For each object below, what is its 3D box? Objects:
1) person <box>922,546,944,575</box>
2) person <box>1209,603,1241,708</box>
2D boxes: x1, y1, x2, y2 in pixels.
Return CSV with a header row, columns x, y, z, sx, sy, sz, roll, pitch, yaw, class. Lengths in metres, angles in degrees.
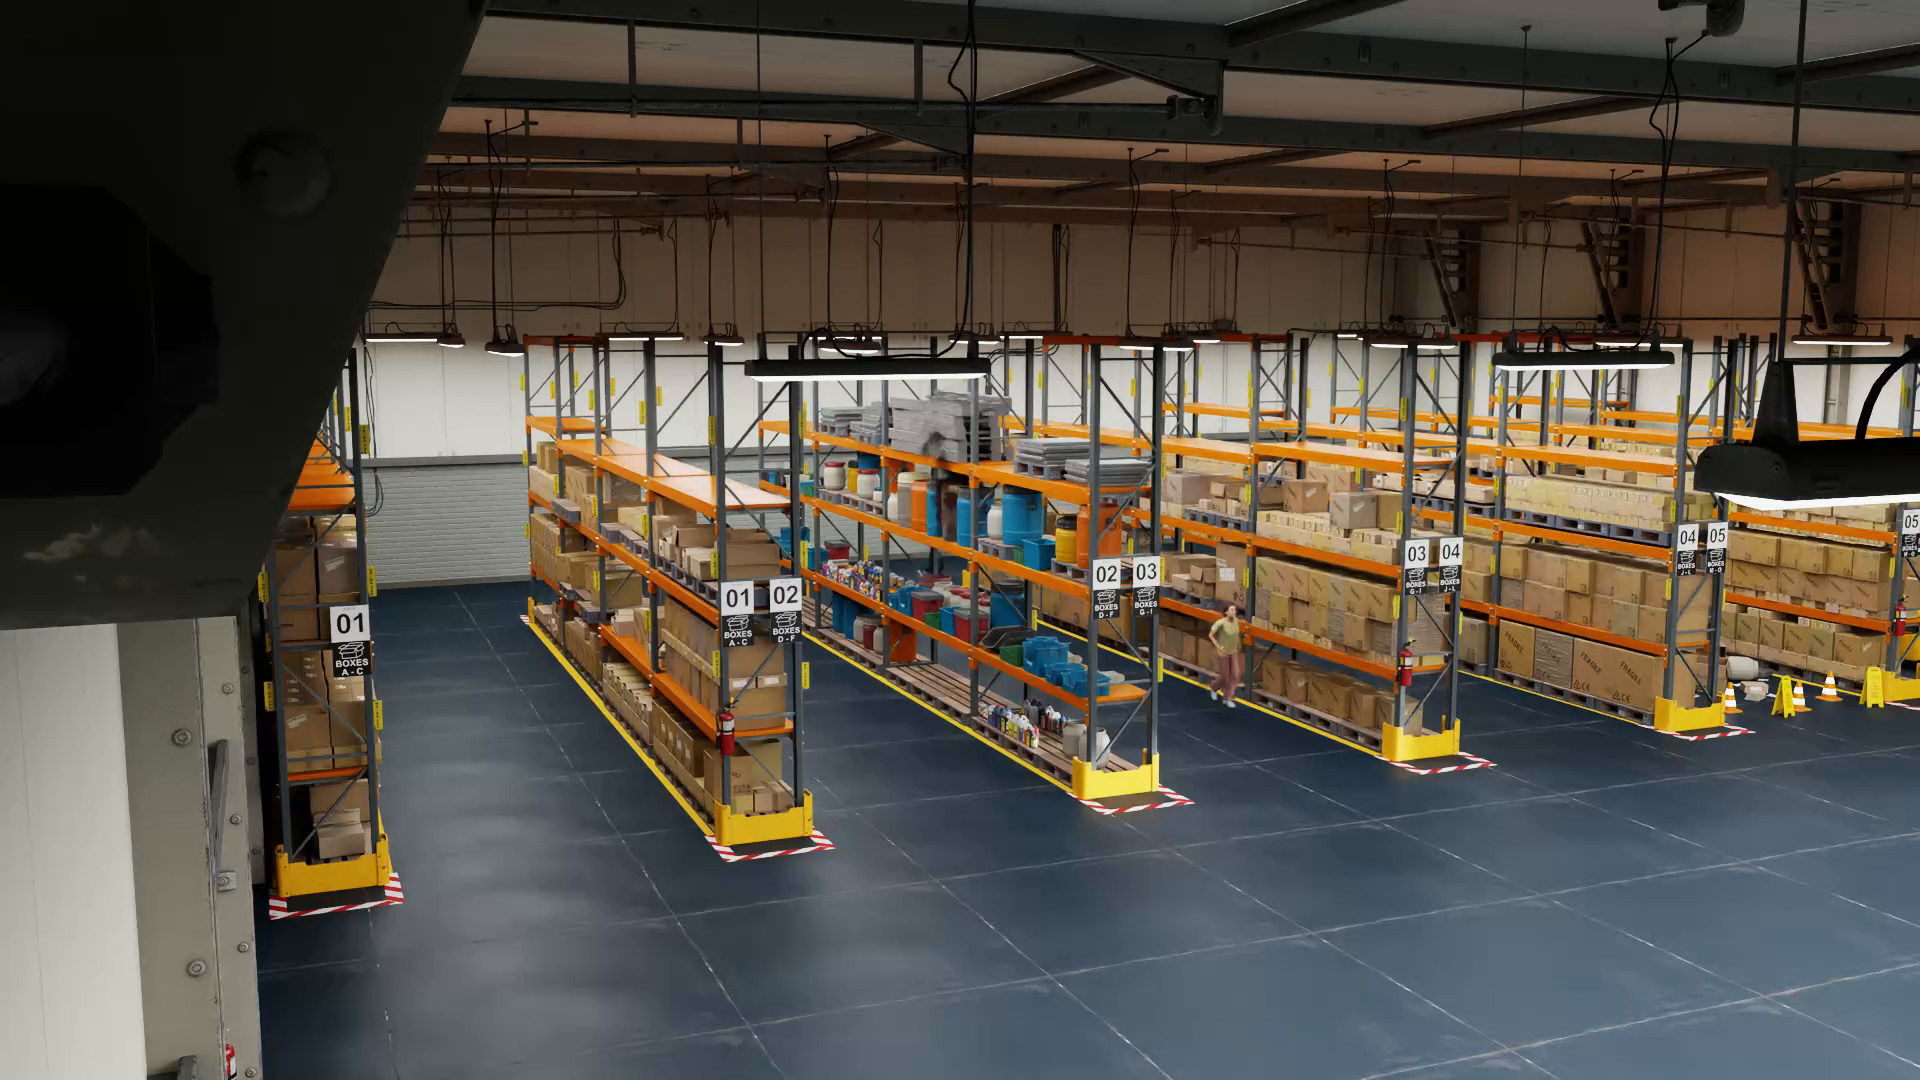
x,y,z,sx,sy,sz,roll,pitch,yaw,class
-0.630,0.290,39.682,0.567,1.548,0.535,-1,8,-5,person
4.205,1.776,26.206,0.604,1.620,0.704,-4,9,-27,person
